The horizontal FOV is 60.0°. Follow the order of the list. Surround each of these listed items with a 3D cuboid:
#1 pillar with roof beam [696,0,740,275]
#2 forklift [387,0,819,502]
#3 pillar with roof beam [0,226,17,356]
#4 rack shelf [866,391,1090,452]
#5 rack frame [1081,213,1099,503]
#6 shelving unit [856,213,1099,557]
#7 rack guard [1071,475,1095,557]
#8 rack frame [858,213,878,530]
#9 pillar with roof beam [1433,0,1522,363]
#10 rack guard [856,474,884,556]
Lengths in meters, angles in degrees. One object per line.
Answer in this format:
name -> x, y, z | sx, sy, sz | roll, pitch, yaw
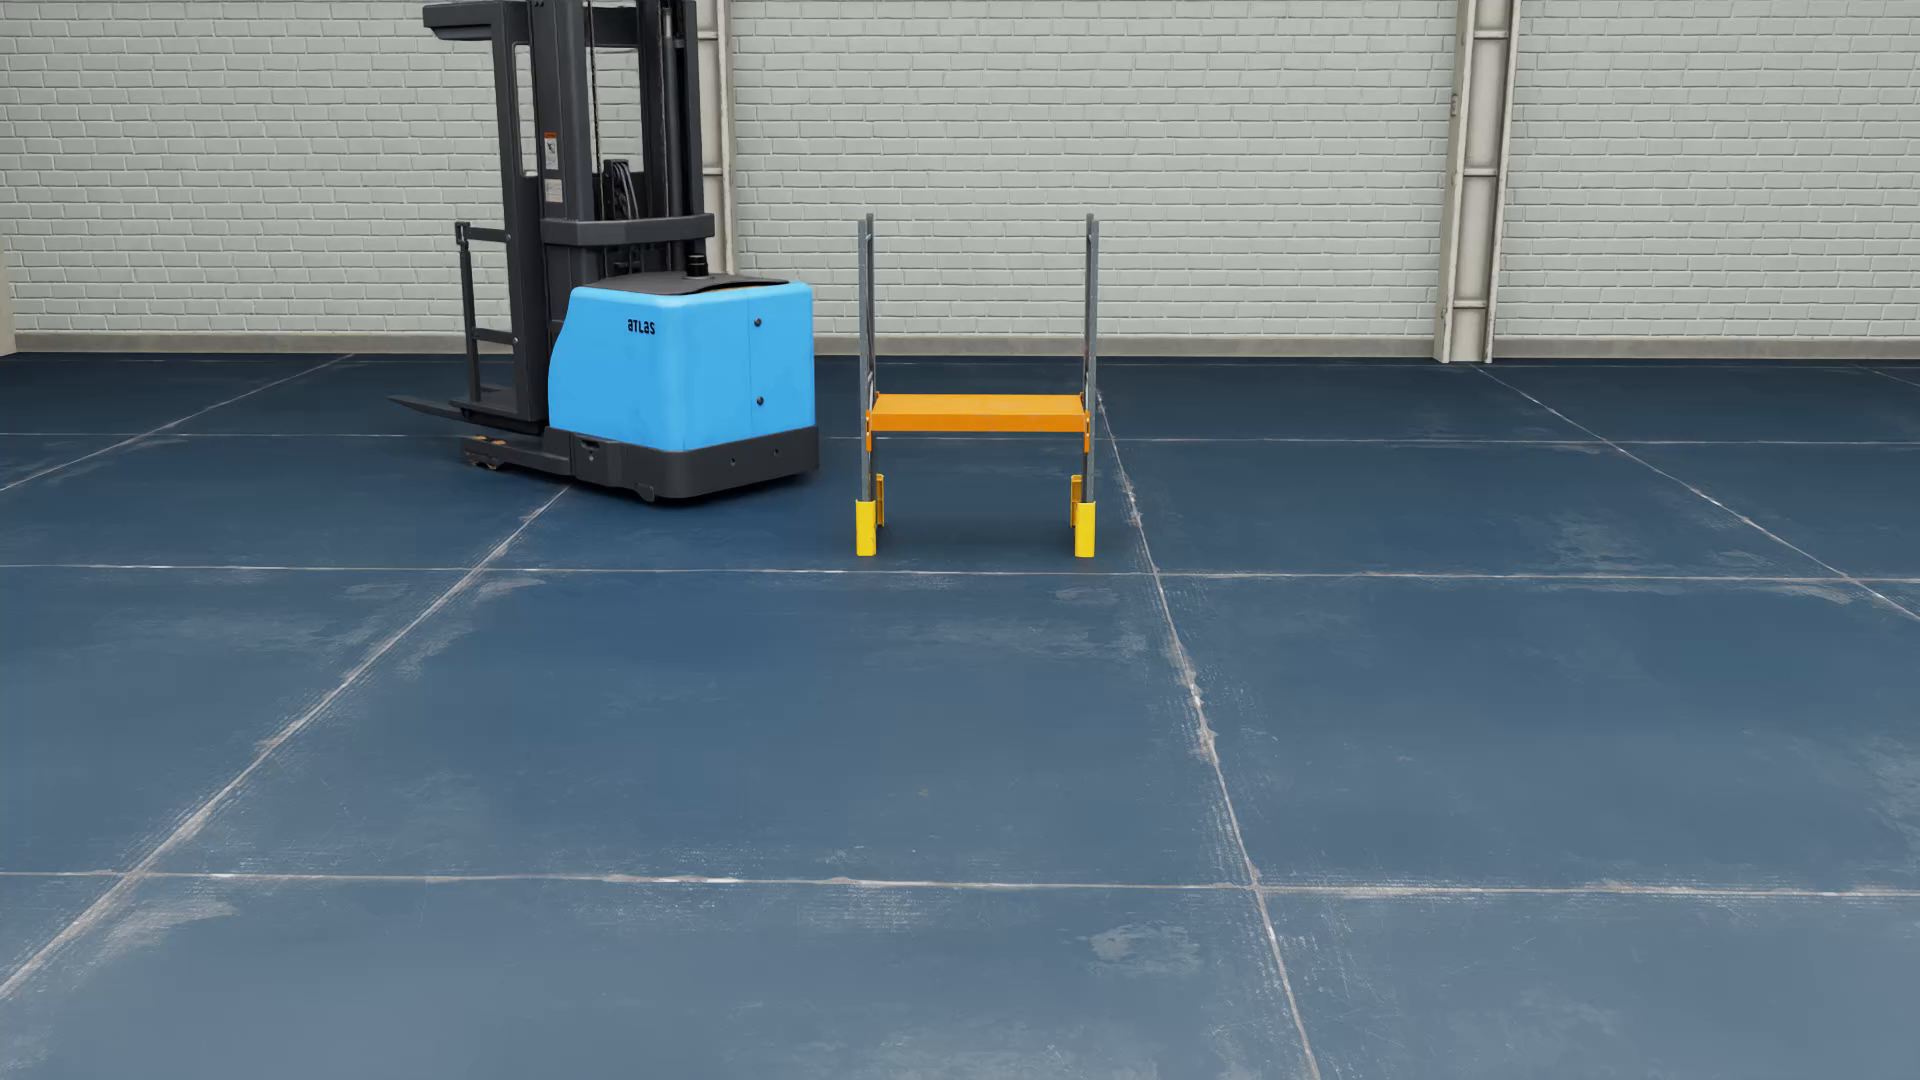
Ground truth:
pillar with roof beam -> -2.092, -4.734, 8.145 | 0.400, 9.000, 9.100 | 0, 15, 1
forklift -> -2.206, -1.899, 9.294 | 3.031, 2.935, 1.130 | 13, 19, 40
pillar with roof beam -> -8.090, -4.773, 8.293 | 0.400, 9.000, 9.100 | 0, 15, 1
rack shelf -> 0.085, -0.551, 7.692 | 1.000, 0.185, 0.538 | 0, 15, 1
rack frame -> 0.593, -0.721, 7.634 | 0.032, 1.500, 0.500 | 0, 15, 1
shelving unit -> 0.076, -0.725, 7.647 | 1.083, 1.500, 0.587 | 0, 15, 1
rack guard -> 0.574, -0.117, 7.794 | 0.087, 0.250, 0.587 | 0, 15, 1
rack frame -> -0.423, -0.728, 7.659 | 0.032, 1.500, 0.500 | 0, 15, 1
pillar with roof beam -> 3.906, -4.695, 7.996 | 0.400, 9.000, 9.100 | 0, 15, 1
rack guard -> -0.422, -0.124, 7.819 | 0.087, 0.250, 0.587 | 0, 15, 1
